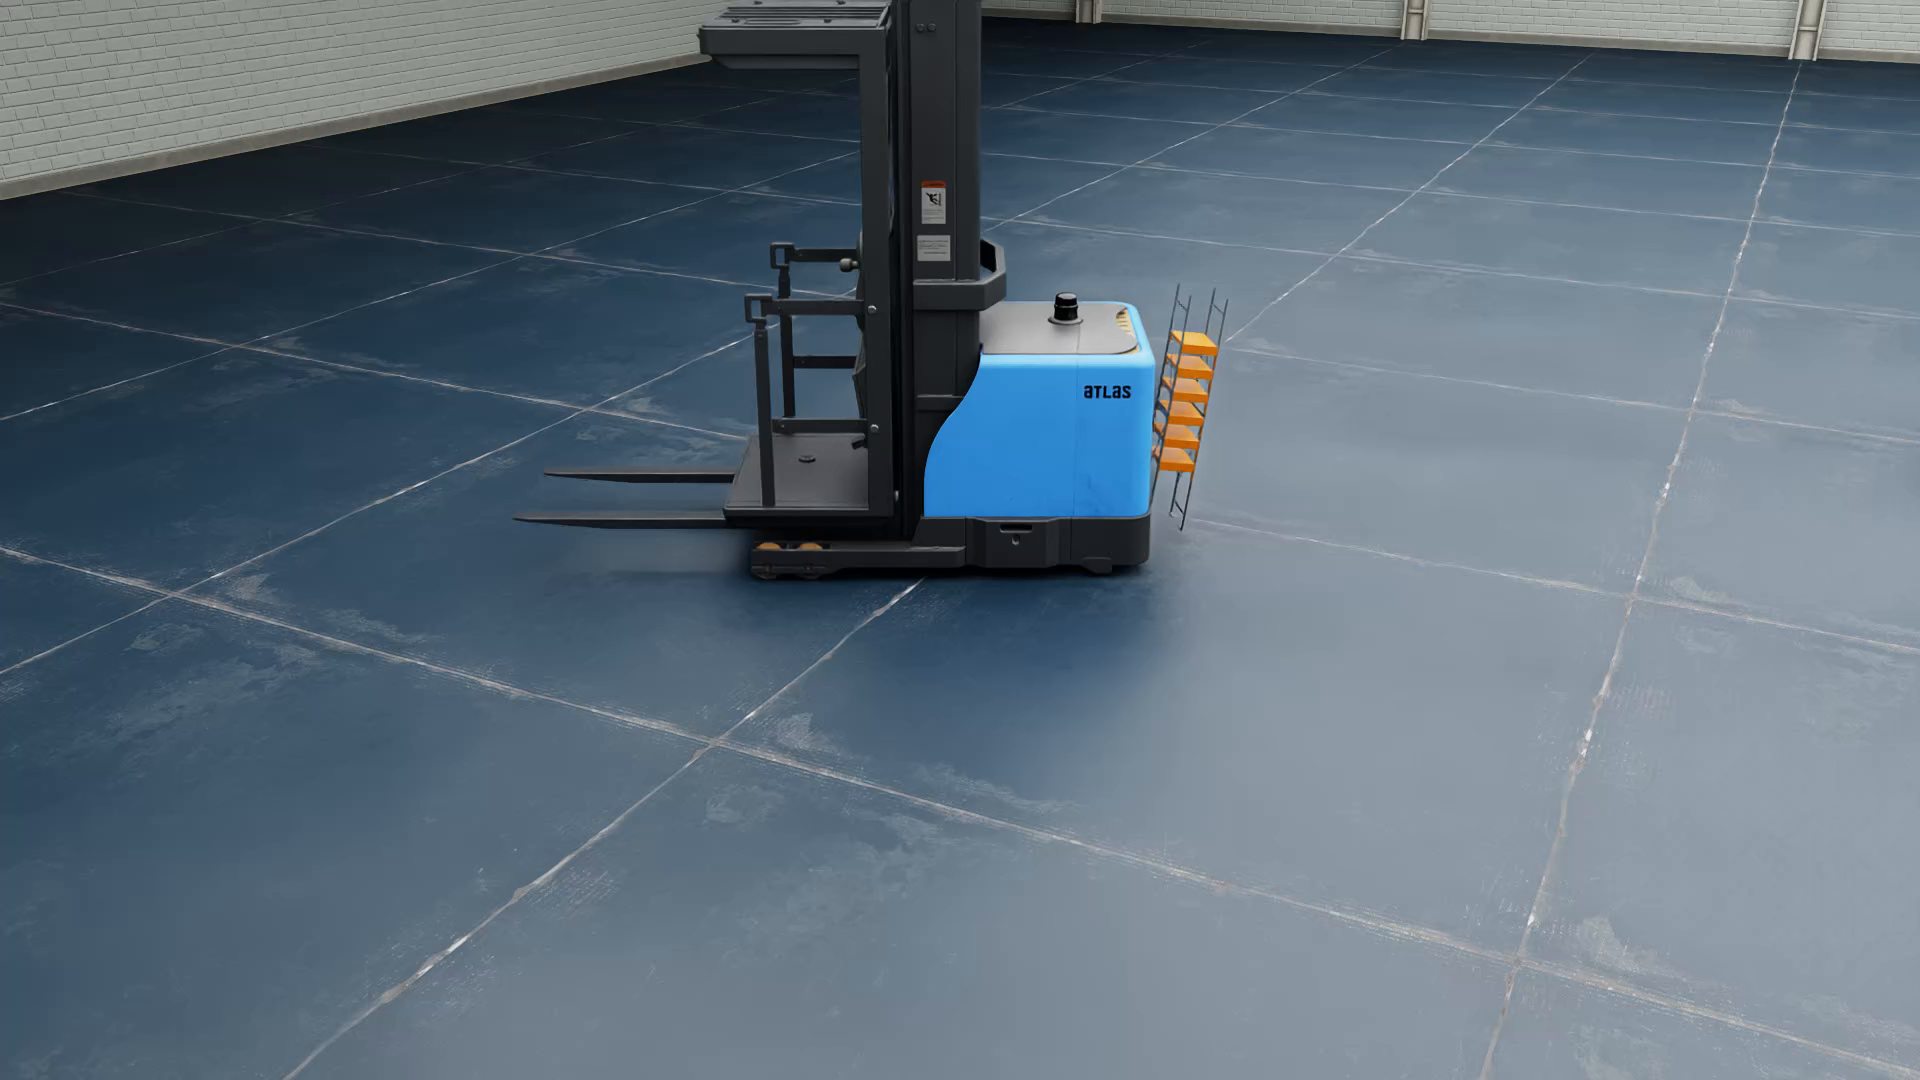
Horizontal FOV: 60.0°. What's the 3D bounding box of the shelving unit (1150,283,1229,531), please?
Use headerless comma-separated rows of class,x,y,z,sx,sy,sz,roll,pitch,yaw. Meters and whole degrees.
shelving unit,1.090,-0.648,8.221,0.189,1.200,0.258,4,22,-10

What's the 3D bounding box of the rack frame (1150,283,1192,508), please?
rack frame,1.000,-0.655,8.205,0.006,1.200,0.240,4,22,-10

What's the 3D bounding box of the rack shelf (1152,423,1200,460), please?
rack shelf,1.068,-0.497,8.282,0.180,0.103,0.258,4,22,-10

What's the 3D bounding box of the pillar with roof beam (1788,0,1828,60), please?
pillar with roof beam,11.151,-10.120,20.547,0.400,9.000,9.100,11,25,25

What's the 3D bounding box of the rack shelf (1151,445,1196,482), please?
rack shelf,1.052,-0.387,8.327,0.180,0.103,0.258,4,22,-10

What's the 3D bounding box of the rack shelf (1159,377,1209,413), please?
rack shelf,1.100,-0.718,8.193,0.180,0.103,0.258,4,22,-10

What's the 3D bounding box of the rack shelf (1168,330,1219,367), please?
rack shelf,1.132,-0.938,8.104,0.180,0.103,0.258,4,22,-10

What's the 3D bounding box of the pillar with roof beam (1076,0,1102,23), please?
pillar with roof beam,0.442,-12.239,25.530,0.400,9.000,9.100,11,25,25

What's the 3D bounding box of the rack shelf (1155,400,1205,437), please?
rack shelf,1.084,-0.607,8.238,0.180,0.103,0.258,4,22,-10

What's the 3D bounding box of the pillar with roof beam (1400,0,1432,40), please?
pillar with roof beam,5.797,-11.179,23.039,0.400,9.000,9.100,11,25,25

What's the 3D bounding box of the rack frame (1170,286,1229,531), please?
rack frame,1.179,-0.642,8.237,0.006,1.200,0.240,4,22,-10

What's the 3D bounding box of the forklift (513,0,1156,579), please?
forklift,-0.616,-1.372,7.731,3.031,2.935,1.130,0,23,0

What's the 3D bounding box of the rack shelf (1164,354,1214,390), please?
rack shelf,1.116,-0.828,8.149,0.180,0.103,0.258,4,22,-10
